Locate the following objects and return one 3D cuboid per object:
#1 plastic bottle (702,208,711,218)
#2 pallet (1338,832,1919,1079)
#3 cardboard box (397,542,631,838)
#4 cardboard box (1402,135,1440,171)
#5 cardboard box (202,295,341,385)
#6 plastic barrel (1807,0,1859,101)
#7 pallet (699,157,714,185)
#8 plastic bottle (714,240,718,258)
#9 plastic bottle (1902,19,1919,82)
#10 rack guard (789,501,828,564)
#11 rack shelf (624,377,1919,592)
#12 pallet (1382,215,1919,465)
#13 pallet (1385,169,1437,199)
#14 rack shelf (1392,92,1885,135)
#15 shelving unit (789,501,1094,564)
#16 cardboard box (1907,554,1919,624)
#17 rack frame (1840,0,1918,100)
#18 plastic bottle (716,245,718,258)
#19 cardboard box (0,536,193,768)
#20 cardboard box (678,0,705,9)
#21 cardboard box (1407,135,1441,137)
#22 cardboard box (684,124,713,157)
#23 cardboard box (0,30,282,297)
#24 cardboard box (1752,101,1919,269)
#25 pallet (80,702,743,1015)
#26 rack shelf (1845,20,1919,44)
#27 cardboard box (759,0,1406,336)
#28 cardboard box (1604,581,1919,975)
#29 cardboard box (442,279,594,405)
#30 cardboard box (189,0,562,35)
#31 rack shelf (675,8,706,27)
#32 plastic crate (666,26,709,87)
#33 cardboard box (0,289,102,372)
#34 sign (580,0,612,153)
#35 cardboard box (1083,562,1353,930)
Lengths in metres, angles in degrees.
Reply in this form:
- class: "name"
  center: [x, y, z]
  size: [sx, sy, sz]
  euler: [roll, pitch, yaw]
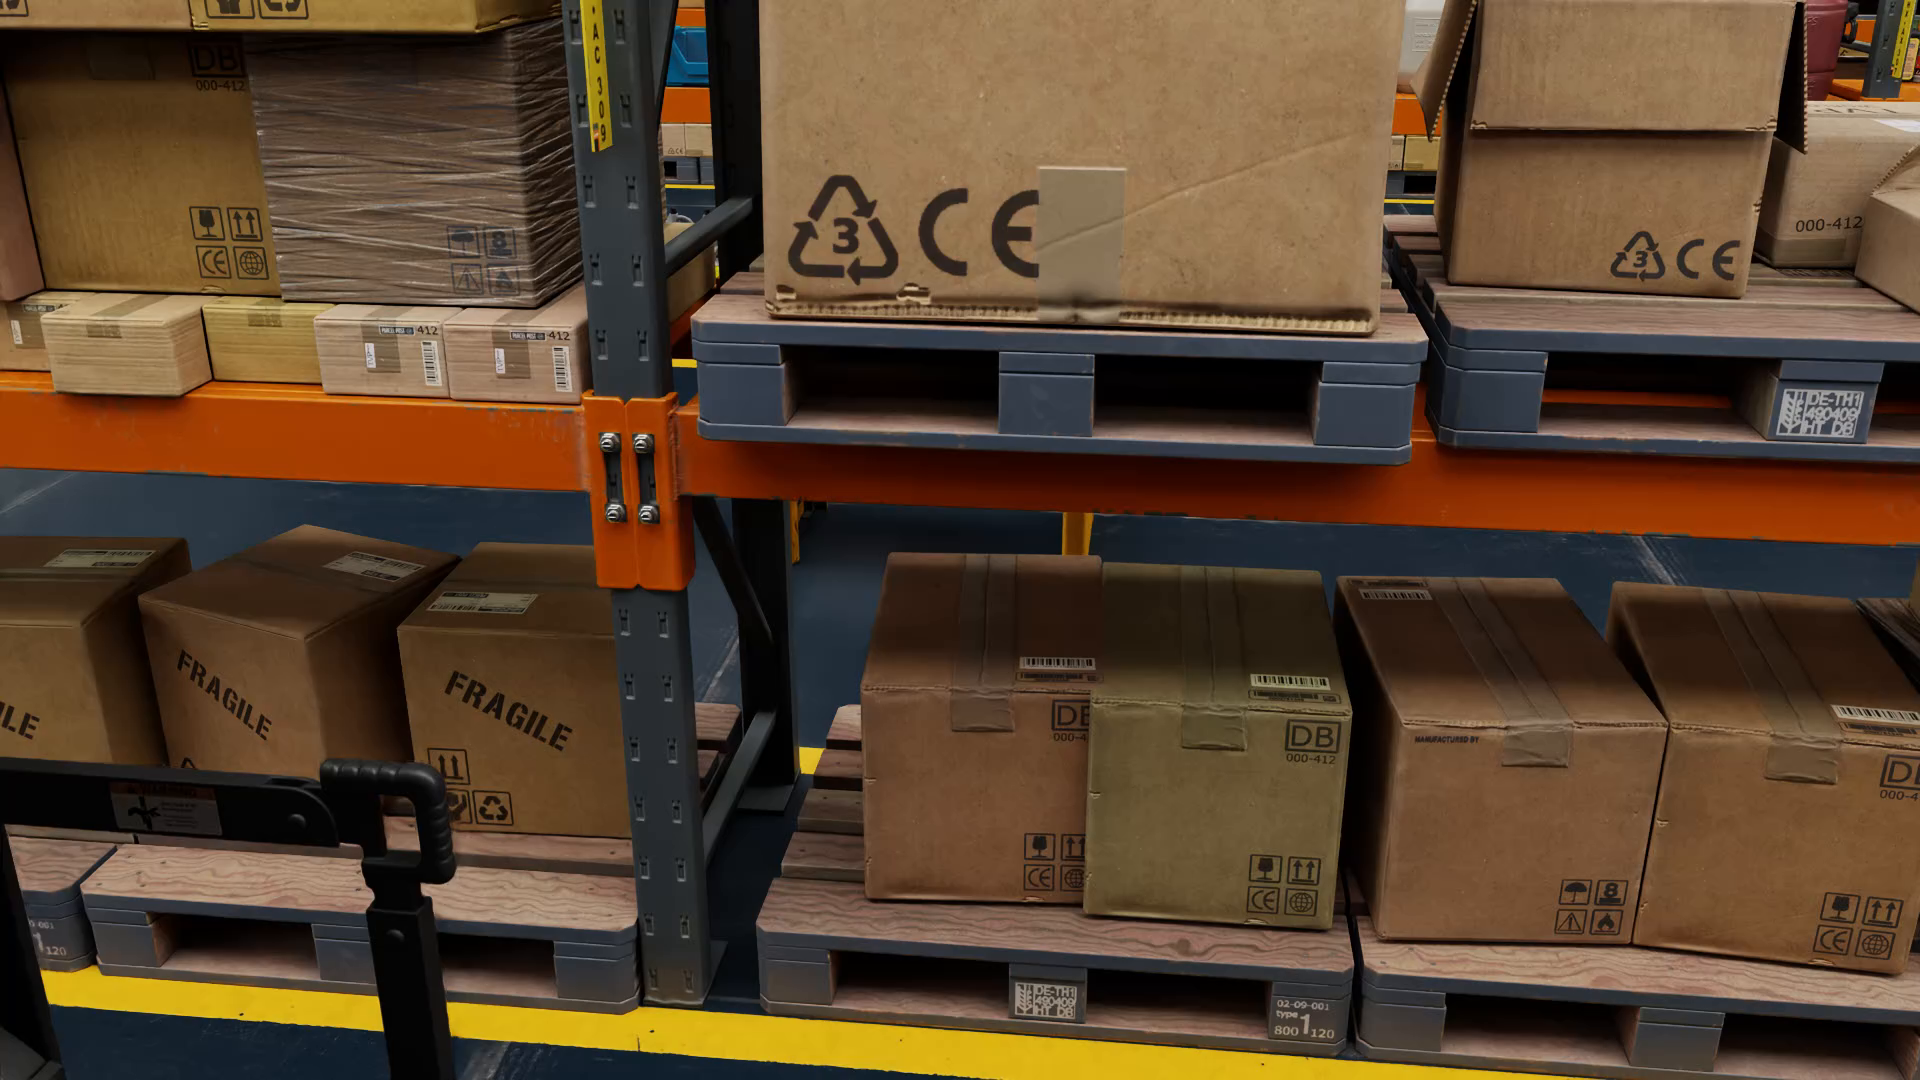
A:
- class: "plastic bottle"
  center: [-1.320, -1.595, 8.900]
  size: [0.185, 0.351, 0.144]
  euler: [2, 22, 6]
- class: "pallet"
  center: [1.448, 0.781, 3.678]
  size: [1.213, 0.211, 1.003]
  euler: [2, 22, 6]
- class: "cardboard box"
  center: [-0.933, 0.334, 3.844]
  size: [0.500, 0.500, 0.500]
  euler: [2, 22, 5]
- class: "cardboard box"
  center: [3.538, -2.916, 12.405]
  size: [0.500, 0.250, 0.500]
  euler: [2, 22, 6]
- class: "cardboard box"
  center: [-1.277, -0.433, 3.298]
  size: [0.250, 0.149, 0.380]
  euler: [2, 22, 6]
- class: "plastic barrel"
  center: [3.519, -2.209, 7.263]
  size: [0.708, 0.536, 0.600]
  euler: [2, 22, 6]
- class: "pallet"
  center: [-1.370, -3.023, 13.298]
  size: [1.213, 0.211, 1.003]
  euler: [2, 22, 6]
- class: "plastic bottle"
  center: [-1.312, -1.505, 8.774]
  size: [0.135, 0.276, 0.152]
  euler: [2, 22, 6]
- class: "plastic bottle"
  center: [4.467, -2.320, 7.888]
  size: [0.133, 0.283, 0.061]
  euler: [2, 22, 6]
- class: "rack guard"
  center: [-0.570, -0.141, 5.957]
  size: [0.087, 0.250, 0.587]
  euler: [2, 22, 6]
- class: "rack shelf"
  center: [1.446, -0.180, 3.294]
  size: [4.000, 0.370, 1.077]
  euler: [2, 22, 6]
- class: "pallet"
  center: [1.461, -0.410, 3.157]
  size: [1.213, 0.211, 1.003]
  euler: [2, 22, 6]
- class: "pallet"
  center: [3.789, -2.798, 12.730]
  size: [1.213, 0.211, 1.003]
  euler: [2, 22, 6]
- class: "rack shelf"
  center: [2.029, -1.988, 7.868]
  size: [4.000, 0.370, 1.077]
  euler: [2, 22, 6]
- class: "shelving unit"
  center: [-0.076, -0.701, 5.672]
  size: [1.083, 1.500, 0.587]
  euler: [2, 22, 6]
- class: "cardboard box"
  center: [2.235, 0.144, 3.278]
  size: [0.500, 0.250, 0.500]
  euler: [5, 22, 12]
- class: "rack frame"
  center: [4.015, -2.236, 7.517]
  size: [0.127, 3.000, 1.000]
  euler: [2, 22, 6]
- class: "plastic bottle"
  center: [-1.155, -1.334, 8.331]
  size: [0.133, 0.283, 0.061]
  euler: [2, 22, 6]
- class: "cardboard box"
  center: [-2.128, 0.314, 3.895]
  size: [0.500, 0.500, 0.500]
  euler: [1, 22, 1]
- class: "cardboard box"
  center: [-1.866, -4.368, 12.772]
  size: [0.500, 0.500, 0.700]
  euler: [3, 22, 7]
- class: "cardboard box"
  center: [3.536, -3.175, 12.297]
  size: [0.500, 0.311, 0.500]
  euler: [2, 22, 5]
- class: "cardboard box"
  center: [-1.843, -3.161, 13.024]
  size: [0.500, 0.250, 0.500]
  euler: [2, 22, 6]
- class: "cardboard box"
  center: [-1.472, -0.863, 3.501]
  size: [0.500, 0.500, 0.875]
  euler: [2, 22, 6]
- class: "cardboard box"
  center: [1.795, -0.710, 3.289]
  size: [0.500, 0.250, 0.500]
  euler: [2, 22, 5]
- class: "pallet"
  center: [-1.211, 0.679, 3.934]
  size: [1.213, 0.211, 1.003]
  euler: [2, 22, 6]
- class: "rack shelf"
  center: [6.588, -3.624, 12.004]
  size: [4.000, 0.370, 1.077]
  euler: [2, 22, 6]
- class: "cardboard box"
  center: [0.232, -0.990, 2.977]
  size: [1.000, 1.000, 1.000]
  euler: [3, 22, 7]
- class: "cardboard box"
  center: [1.648, 0.467, 3.481]
  size: [0.500, 0.500, 0.700]
  euler: [4, 22, 11]
- class: "cardboard box"
  center: [-0.788, -0.386, 3.179]
  size: [0.250, 0.149, 0.380]
  euler: [2, 22, 6]
- class: "cardboard box"
  center: [-1.019, -1.170, 2.919]
  size: [0.500, 0.500, 0.500]
  euler: [2, 22, 6]
- class: "rack shelf"
  center: [-1.357, -3.970, 12.880]
  size: [4.000, 0.370, 1.077]
  euler: [2, 22, 6]
- class: "plastic crate"
  center: [-1.088, -2.289, 7.852]
  size: [0.616, 0.251, 0.499]
  euler: [2, 22, 6]
- class: "cardboard box"
  center: [-1.771, -0.462, 3.371]
  size: [0.250, 0.149, 0.380]
  euler: [2, 22, 6]
- class: "sign"
  center: [-0.596, -0.805, 2.719]
  size: [0.005, 0.325, 0.100]
  euler: [2, 22, 6]
- class: "cardboard box"
  center: [0.539, 0.419, 3.603]
  size: [0.500, 0.500, 0.700]
  euler: [2, 22, 6]
